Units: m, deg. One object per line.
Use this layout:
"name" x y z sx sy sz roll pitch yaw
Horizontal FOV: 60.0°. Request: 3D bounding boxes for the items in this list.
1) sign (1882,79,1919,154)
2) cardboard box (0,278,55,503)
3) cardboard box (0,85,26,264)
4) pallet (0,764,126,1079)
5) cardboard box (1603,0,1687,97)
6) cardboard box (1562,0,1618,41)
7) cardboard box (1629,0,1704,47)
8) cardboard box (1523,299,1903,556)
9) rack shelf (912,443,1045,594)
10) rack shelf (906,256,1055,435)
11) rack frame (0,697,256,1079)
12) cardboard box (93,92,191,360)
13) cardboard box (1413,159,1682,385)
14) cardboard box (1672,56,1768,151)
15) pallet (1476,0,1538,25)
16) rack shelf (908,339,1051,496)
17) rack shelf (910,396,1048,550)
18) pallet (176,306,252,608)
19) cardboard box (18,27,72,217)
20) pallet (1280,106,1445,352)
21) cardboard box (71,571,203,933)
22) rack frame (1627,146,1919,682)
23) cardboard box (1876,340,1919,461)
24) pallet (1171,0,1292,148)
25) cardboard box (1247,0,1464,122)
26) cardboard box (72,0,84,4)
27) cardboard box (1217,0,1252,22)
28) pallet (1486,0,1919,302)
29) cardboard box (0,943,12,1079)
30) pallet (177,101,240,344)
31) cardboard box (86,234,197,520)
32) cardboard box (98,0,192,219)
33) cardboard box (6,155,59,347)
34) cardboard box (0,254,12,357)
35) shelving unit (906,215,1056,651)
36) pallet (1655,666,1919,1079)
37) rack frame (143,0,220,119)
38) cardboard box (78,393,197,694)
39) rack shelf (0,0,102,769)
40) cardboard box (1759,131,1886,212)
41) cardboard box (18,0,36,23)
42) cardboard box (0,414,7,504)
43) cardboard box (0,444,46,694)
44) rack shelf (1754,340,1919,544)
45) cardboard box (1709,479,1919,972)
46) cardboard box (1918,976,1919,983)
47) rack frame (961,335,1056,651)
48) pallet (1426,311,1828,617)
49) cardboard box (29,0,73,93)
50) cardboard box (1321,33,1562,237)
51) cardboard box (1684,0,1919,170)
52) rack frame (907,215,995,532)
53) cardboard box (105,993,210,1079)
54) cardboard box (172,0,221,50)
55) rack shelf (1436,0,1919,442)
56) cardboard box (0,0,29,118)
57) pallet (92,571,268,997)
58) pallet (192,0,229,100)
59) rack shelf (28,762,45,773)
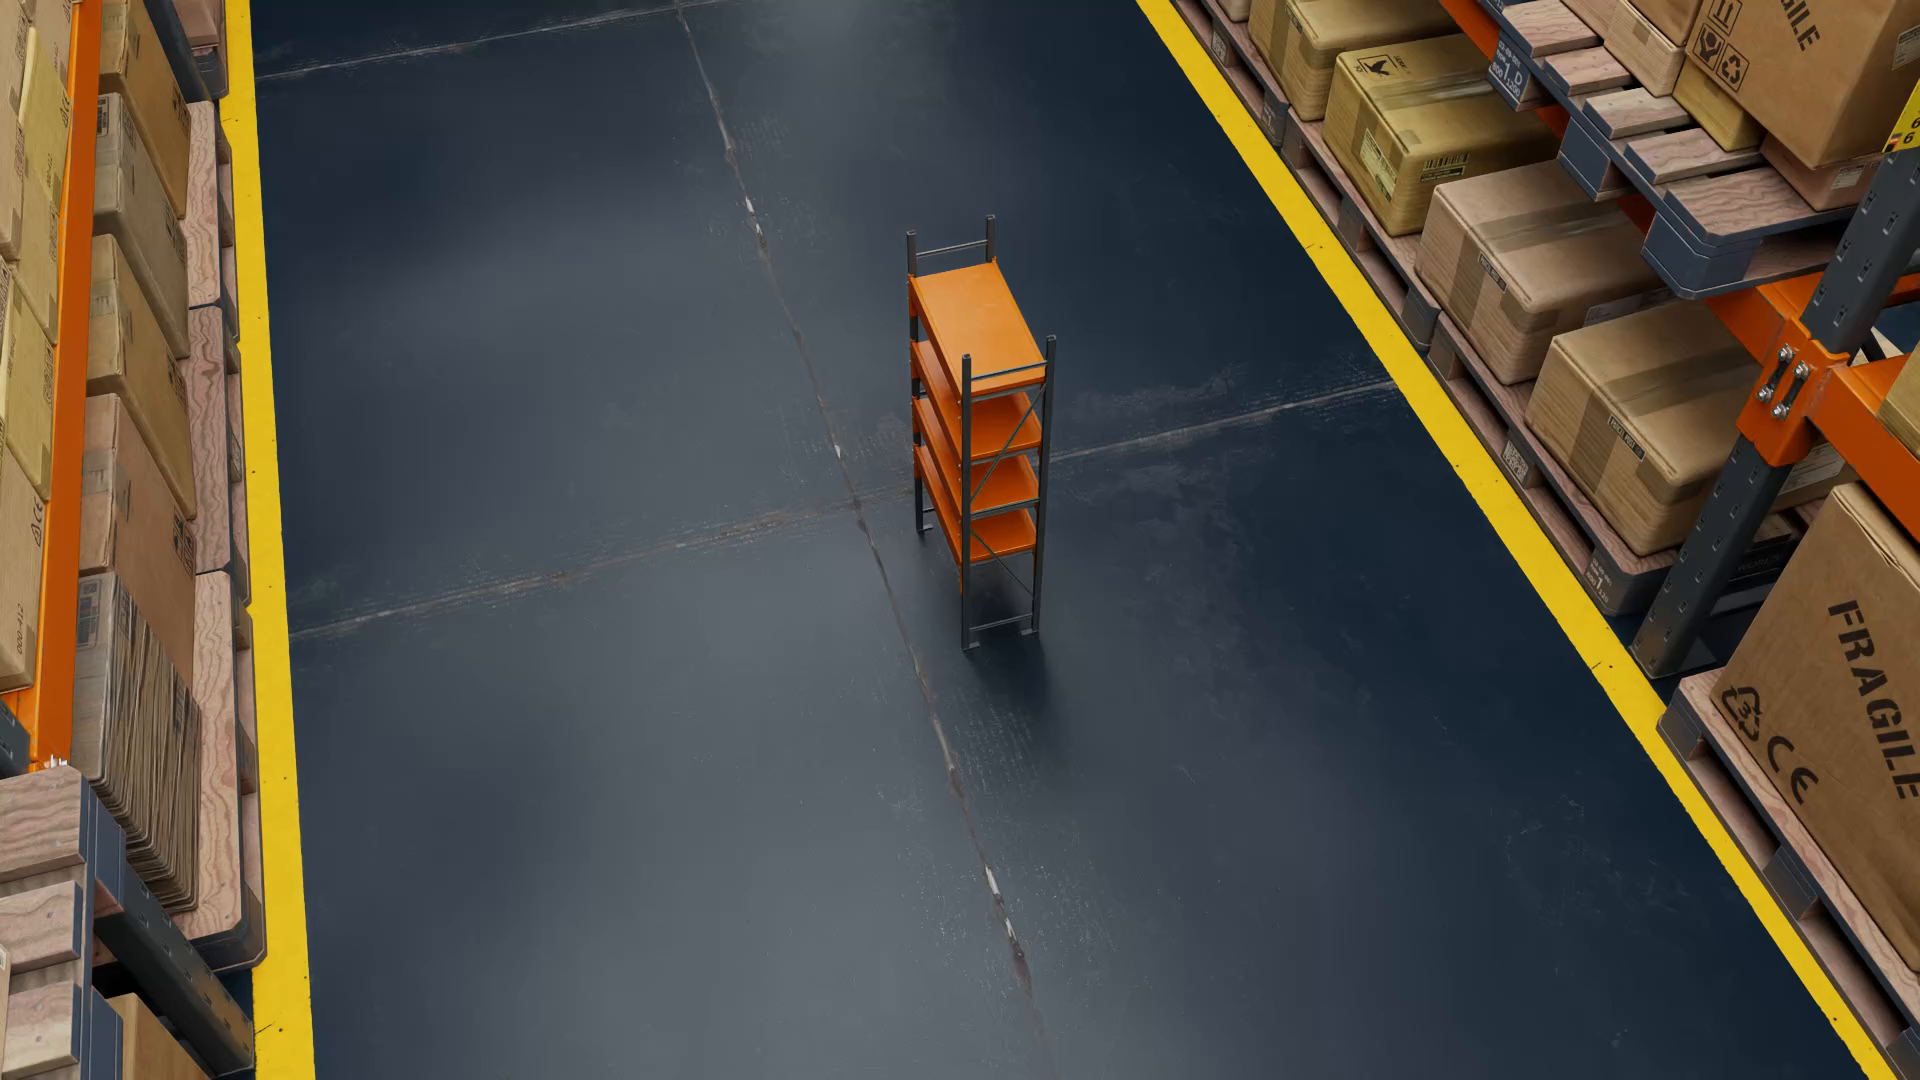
"sign" 1.976 -0.925 3.362 0.100 0.325 0.005 -13 51 -11
"cardboard box" -2.291 -0.281 3.623 0.500 0.250 0.500 -14 51 -12
"cardboard box" -2.432 -0.826 3.756 0.500 0.250 0.500 -14 51 -12
"pallet" -1.982 0.959 2.605 1.213 0.211 1.003 -13 51 -11
"cardboard box" 1.904 -1.300 4.274 0.380 0.149 0.250 -14 51 -11
"cardboard box" 1.837 -1.486 4.431 0.380 0.149 0.250 -16 52 -13
"cardboard box" 1.928 -1.614 4.114 0.500 0.500 0.500 -14 51 -12
"cardboard box" 2.334 -0.410 5.078 0.950 0.372 0.625 -16 52 -13
"rack shelf" 0.049 -0.094 4.893 0.258 0.148 0.480 -13 51 -11
"rack shelf" 0.049 -0.519 4.389 0.258 0.148 0.480 -13 51 -11
"rack frame" -2.249 0.418 2.935 1.000 3.000 0.127 -13 51 -11
"cardboard box" -3.045 -0.926 5.347 0.875 0.625 0.625 -14 51 -11
"cardboard box" 2.108 -0.947 5.530 0.950 0.372 0.625 -14 51 -12
"cardboard box" 2.021 -1.127 4.128 0.380 0.149 0.250 -13 51 -10
"pallet" 1.867 -2.081 5.168 1.003 0.211 1.213 -13 51 -11
"rack shelf" 0.049 -0.367 4.570 0.258 0.148 0.480 -13 51 -11
"rack shelf" 0.049 -0.222 4.741 0.258 0.148 0.480 -13 51 -11
"pallet" -2.812 -0.182 5.266 1.003 0.211 1.213 -13 51 -11
"cardboard box" -2.602 -1.035 4.259 0.500 0.250 0.500 -12 51 -10
"pallet" 1.905 -1.268 6.181 1.003 0.211 1.213 -13 51 -11
"cardboard box" -2.421 0.590 4.069 0.875 0.625 0.625 -12 51 -10
"rack frame" 2.491 -0.707 3.884 1.000 3.000 0.127 -13 51 -11
"cardboard box" 2.396 -0.244 3.592 0.500 0.250 0.500 -14 51 -12
"pallet" 1.540 -2.161 6.934 1.003 0.211 1.213 -13 51 -11
"cardboard box" 1.682 -2.010 6.426 0.950 0.372 0.625 -10 51 -9
"cardboard box" -2.879 -1.780 4.887 0.500 0.250 0.500 -14 51 -11
"cardboard box" 1.466 -2.534 6.868 0.950 0.372 0.625 -13 51 -11
"pallet" 2.179 -1.141 4.376 1.213 0.211 1.003 -13 51 -11
"cardboard box" -1.688 0.757 2.539 0.380 0.149 0.250 -12 51 -10
"pallet" -3.177 -1.075 6.018 1.003 0.211 1.213 -13 51 -11
"cardboard box" -2.821 -0.377 4.885 0.875 0.625 0.625 -15 52 -12
"cardboard box" -3.267 -1.494 5.826 0.875 0.625 0.625 -11 51 -9
"cardboard box" -2.450 -0.656 3.939 0.500 0.250 0.500 -15 51 -12
"cardboard box" -2.294 -0.440 3.430 0.500 0.250 0.500 -12 51 -10
"shelving unit" 0.049 -0.266 4.689 0.258 1.200 0.503 -13 51 -11
"pallet" 2.653 0.785 4.450 1.003 0.211 1.213 -13 51 -11
"rack frame" -3.432 -2.503 5.398 1.000 3.000 0.127 -13 51 -11
"cardboard box" -2.621 0.114 4.470 0.875 0.625 0.625 -12 51 -10
"rack shelf" -2.841 -0.810 4.442 1.077 0.370 4.000 -13 51 -11
"cardboard box" 2.170 -0.947 3.976 0.380 0.149 0.250 -12 51 -10
"cardboard box" -2.738 -1.566 4.380 0.500 0.250 0.500 -12 51 -10
"cardboard box" -2.123 -0.079 3.126 0.500 0.250 0.500 -13 51 -11
"cardboard box" -2.147 0.087 3.312 0.500 0.250 0.500 -13 51 -11
"rack shelf" 3.083 0.986 2.927 1.077 0.370 4.000 -13 51 -11
"cardboard box" 2.616 0.366 4.094 0.875 0.875 0.875 -14 51 -11
"cardboard box" 2.876 1.019 3.544 0.875 0.875 0.875 -13 51 -11
"rack frame" 0.121 -0.088 4.539 0.240 1.200 0.015 -13 51 -11
"pallet" 2.262 -0.379 5.431 1.003 0.211 1.213 -13 51 -11
"cardboard box" -2.762 -1.410 4.575 0.500 0.250 0.500 -13 51 -11
"cardboard box" 1.889 -1.502 5.998 0.950 0.372 0.625 -12 51 -10
"cardboard box" 2.091 -1.239 3.798 0.500 0.500 0.500 -15 51 -12
"rack frame" -0.023 -0.444 4.840 0.240 1.200 0.015 -13 51 -11
"cardboard box" -1.919 1.349 3.511 0.500 0.500 0.500 -12 51 -10
"cardboard box" -3.259 -2.180 6.650 0.500 0.250 0.500 -13 51 -11
"rack shelf" 1.900 -1.935 5.390 1.077 0.370 4.000 -13 51 -11
"cardboard box" -2.607 -1.193 4.065 0.500 0.250 0.500 -13 51 -10
"pallet" -2.455 0.707 4.516 1.003 0.211 1.213 -13 51 -11
"pallet" -3.627 -2.195 6.962 1.003 0.211 1.213 -13 51 -11
"rack shelf" -1.658 2.111 1.979 1.077 0.370 4.000 -13 51 -11
